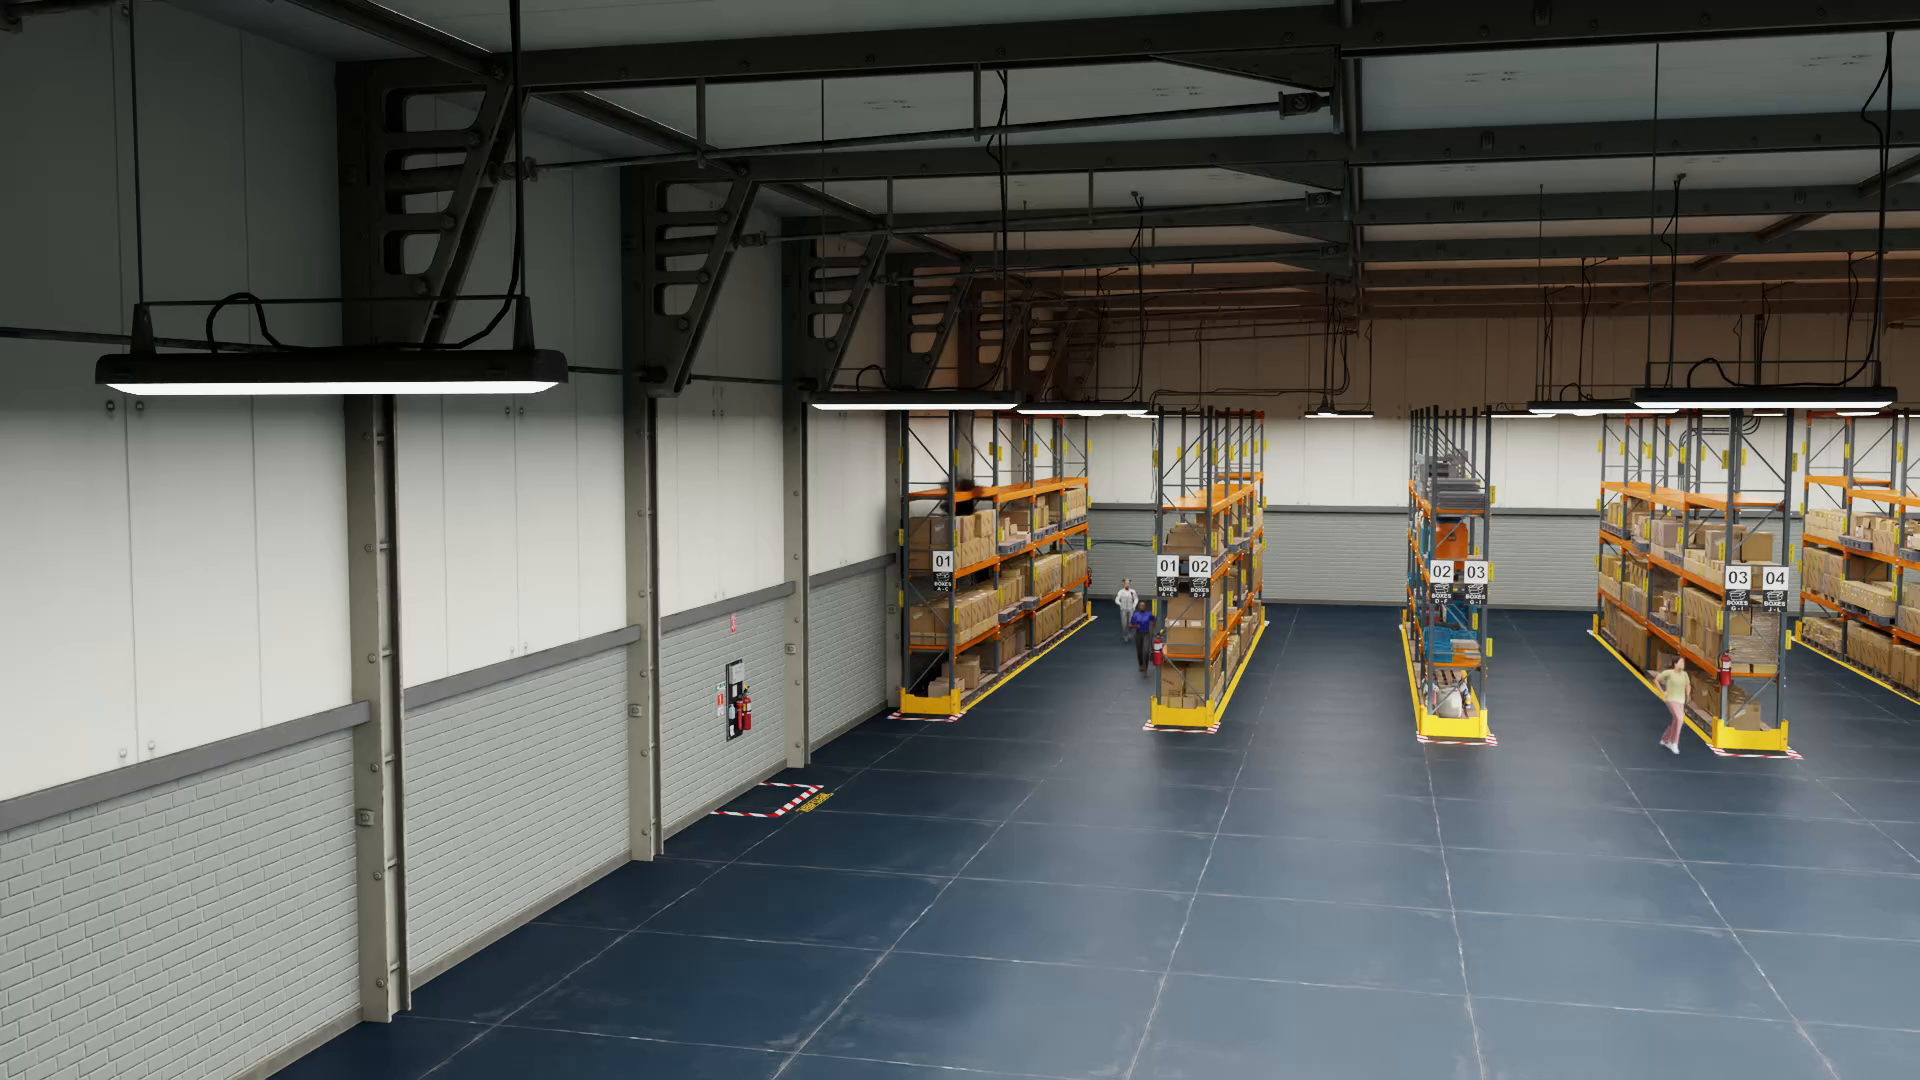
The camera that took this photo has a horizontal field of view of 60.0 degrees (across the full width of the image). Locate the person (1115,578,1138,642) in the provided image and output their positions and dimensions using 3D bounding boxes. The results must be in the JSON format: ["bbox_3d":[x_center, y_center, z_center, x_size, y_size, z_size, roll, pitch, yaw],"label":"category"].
[{"bbox_3d":[4.321,1.813,42.967,0.607,1.651,0.558,0,4,2],"label":"person"}]

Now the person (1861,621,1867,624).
[{"bbox_3d":[23.655,1.751,43.460,0.681,1.789,0.674,-2,4,-23],"label":"person"}]

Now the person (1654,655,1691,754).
[{"bbox_3d":[12.398,2.831,28.822,0.588,1.677,0.674,-1,4,-15],"label":"person"}]

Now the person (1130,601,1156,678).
[{"bbox_3d":[4.096,2.202,37.350,0.576,1.679,0.890,1,4,9],"label":"person"}]
